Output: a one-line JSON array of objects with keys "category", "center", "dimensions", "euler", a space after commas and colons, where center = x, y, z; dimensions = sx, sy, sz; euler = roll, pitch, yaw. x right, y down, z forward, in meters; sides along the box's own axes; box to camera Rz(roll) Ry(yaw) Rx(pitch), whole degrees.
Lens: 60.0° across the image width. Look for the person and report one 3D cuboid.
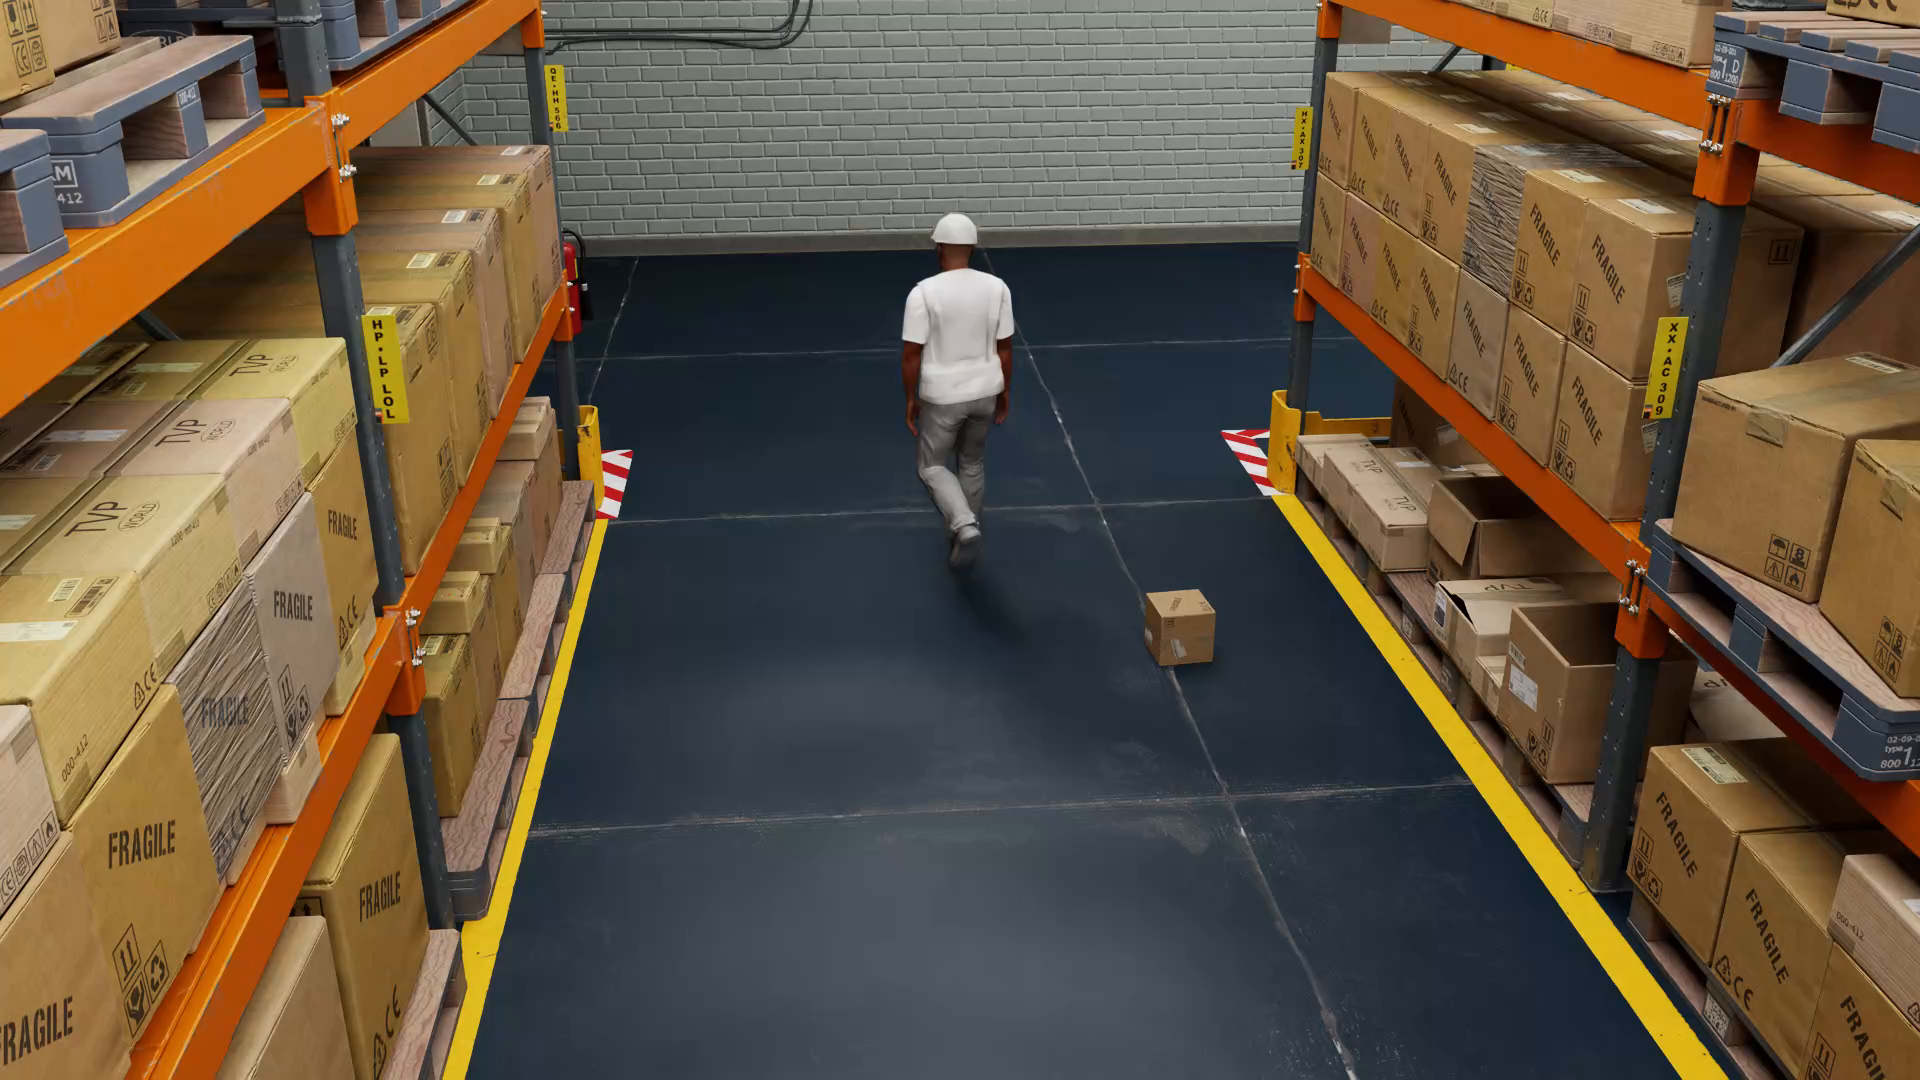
[{"category": "person", "center": [0.008, -0.689, 8.117], "dimensions": [0.579, 1.749, 0.706], "euler": [-8, 25, -19]}]
